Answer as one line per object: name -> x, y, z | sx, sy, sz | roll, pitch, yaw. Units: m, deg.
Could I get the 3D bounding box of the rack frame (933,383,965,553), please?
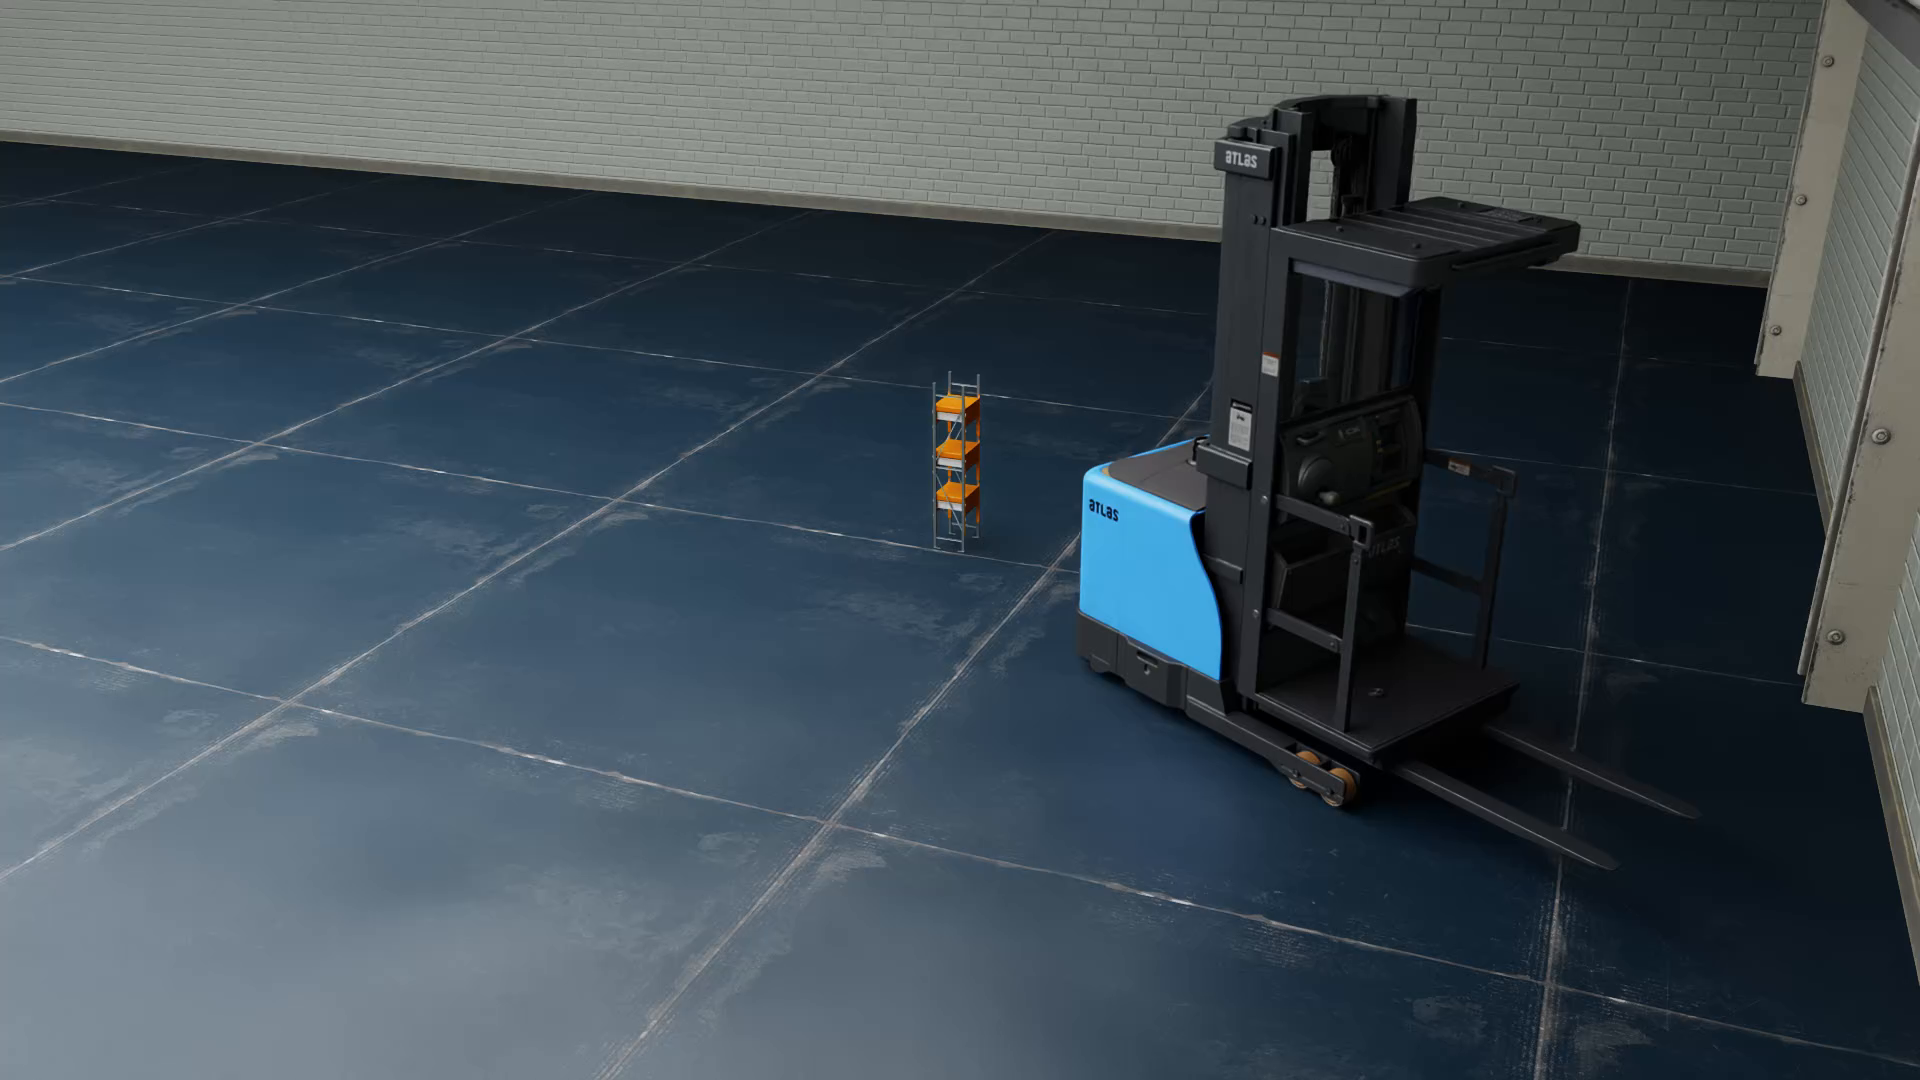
rack frame -> -0.065, -0.422, 9.897 | 0.200, 1.050, 0.008 | 9, 24, 20

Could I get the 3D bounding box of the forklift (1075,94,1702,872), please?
forklift -> 1.903, -0.382, 7.363 | 1.130, 2.935, 3.031 | -17, 28, -35

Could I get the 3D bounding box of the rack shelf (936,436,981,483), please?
rack shelf -> -0.020, -0.456, 10.006 | 0.215, 0.259, 0.240 | 9, 24, 20

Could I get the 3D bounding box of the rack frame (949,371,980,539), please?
rack frame -> 0.025, -0.509, 10.106 | 0.200, 1.050, 0.008 | 9, 24, 20

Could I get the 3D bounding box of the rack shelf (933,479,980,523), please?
rack shelf -> -0.020, -0.199, 10.113 | 0.215, 0.259, 0.240 | 9, 24, 20

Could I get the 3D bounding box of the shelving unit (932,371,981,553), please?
shelving unit -> -0.020, -0.465, 10.002 | 0.215, 1.050, 0.252 | 9, 24, 20

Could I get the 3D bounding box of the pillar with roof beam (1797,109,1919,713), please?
pillar with roof beam -> 0.423, -4.003, 8.157 | 9.100, 9.000, 0.400 | 9, 24, 20

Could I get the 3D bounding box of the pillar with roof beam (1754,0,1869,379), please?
pillar with roof beam -> 2.652, -6.150, 13.298 | 9.100, 9.000, 0.400 | 9, 24, 20

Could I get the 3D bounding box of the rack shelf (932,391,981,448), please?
rack shelf -> -0.020, -0.717, 9.897 | 0.215, 0.259, 0.240 | 9, 24, 20
